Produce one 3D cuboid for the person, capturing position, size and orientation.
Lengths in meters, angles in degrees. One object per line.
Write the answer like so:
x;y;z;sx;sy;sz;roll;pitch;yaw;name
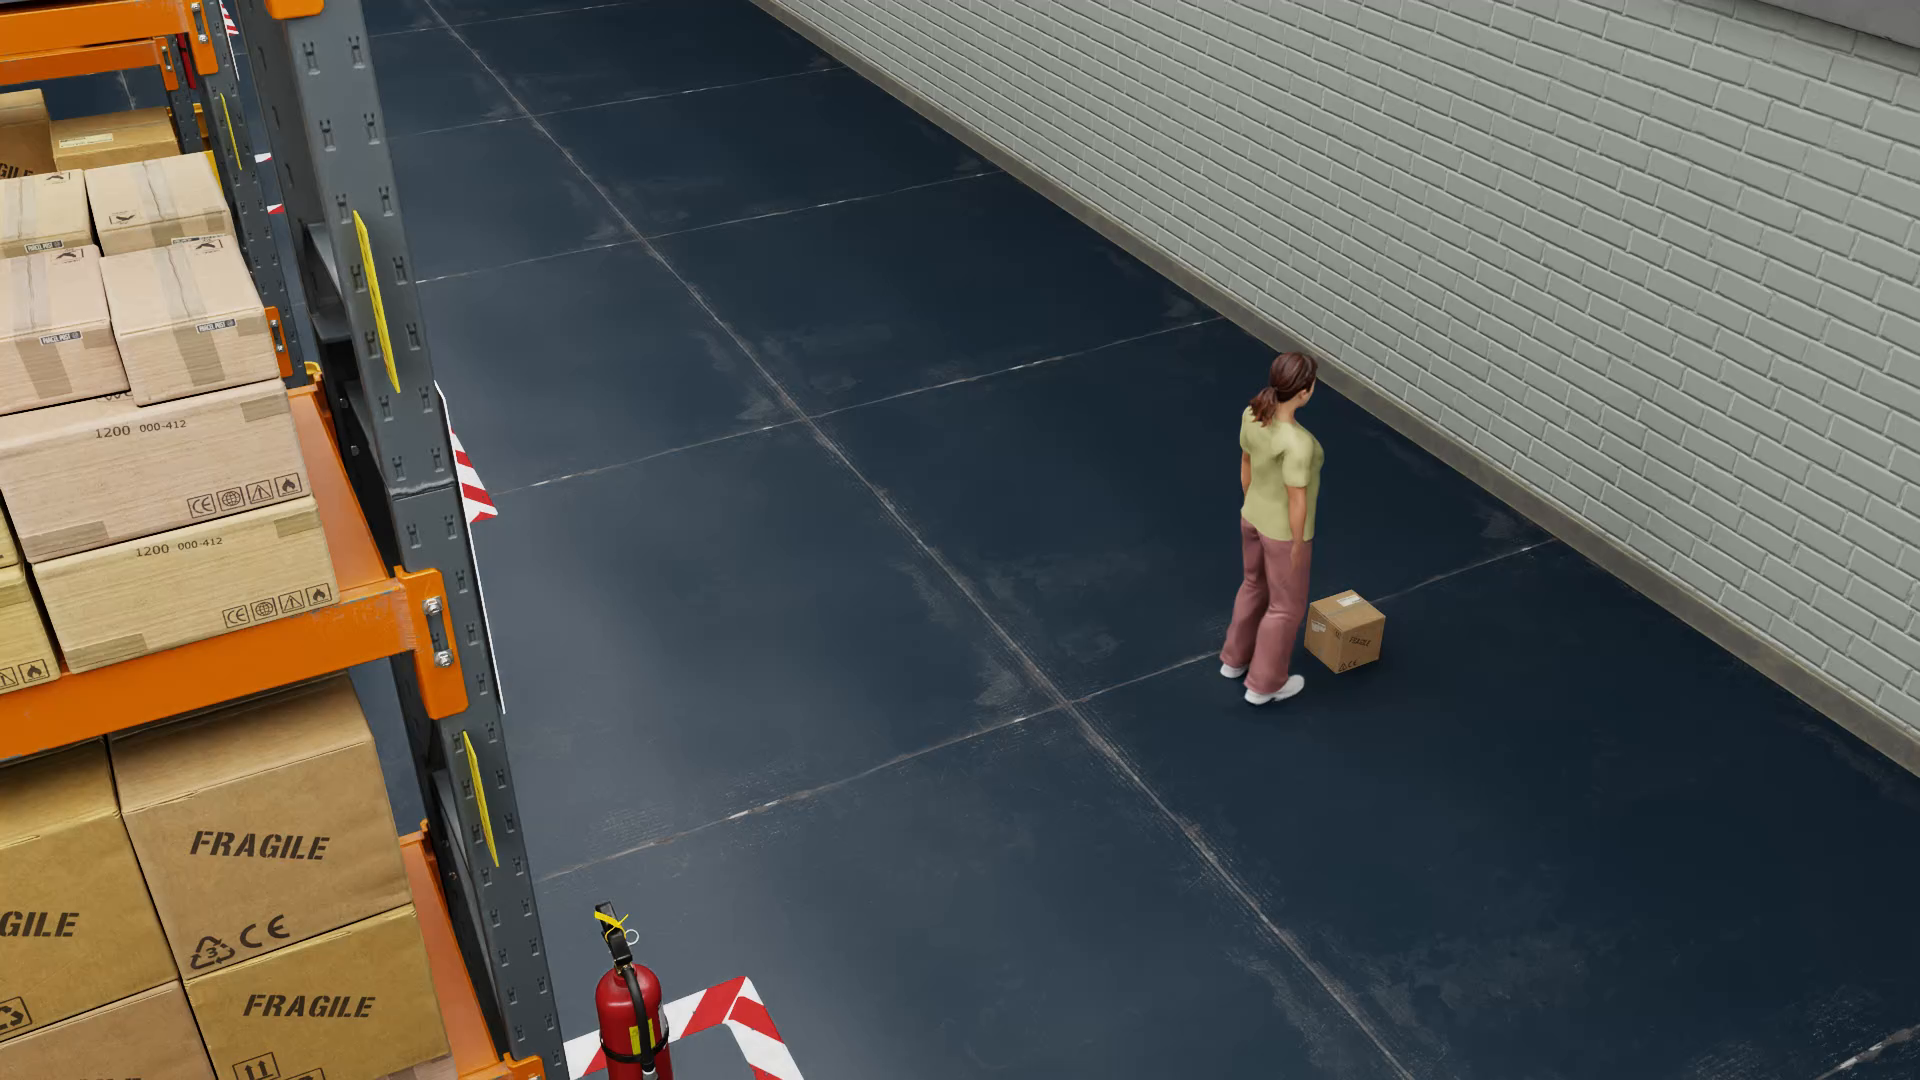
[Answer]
1.360;0.053;7.305;0.365;1.415;0.443;-15;36;-22;person
